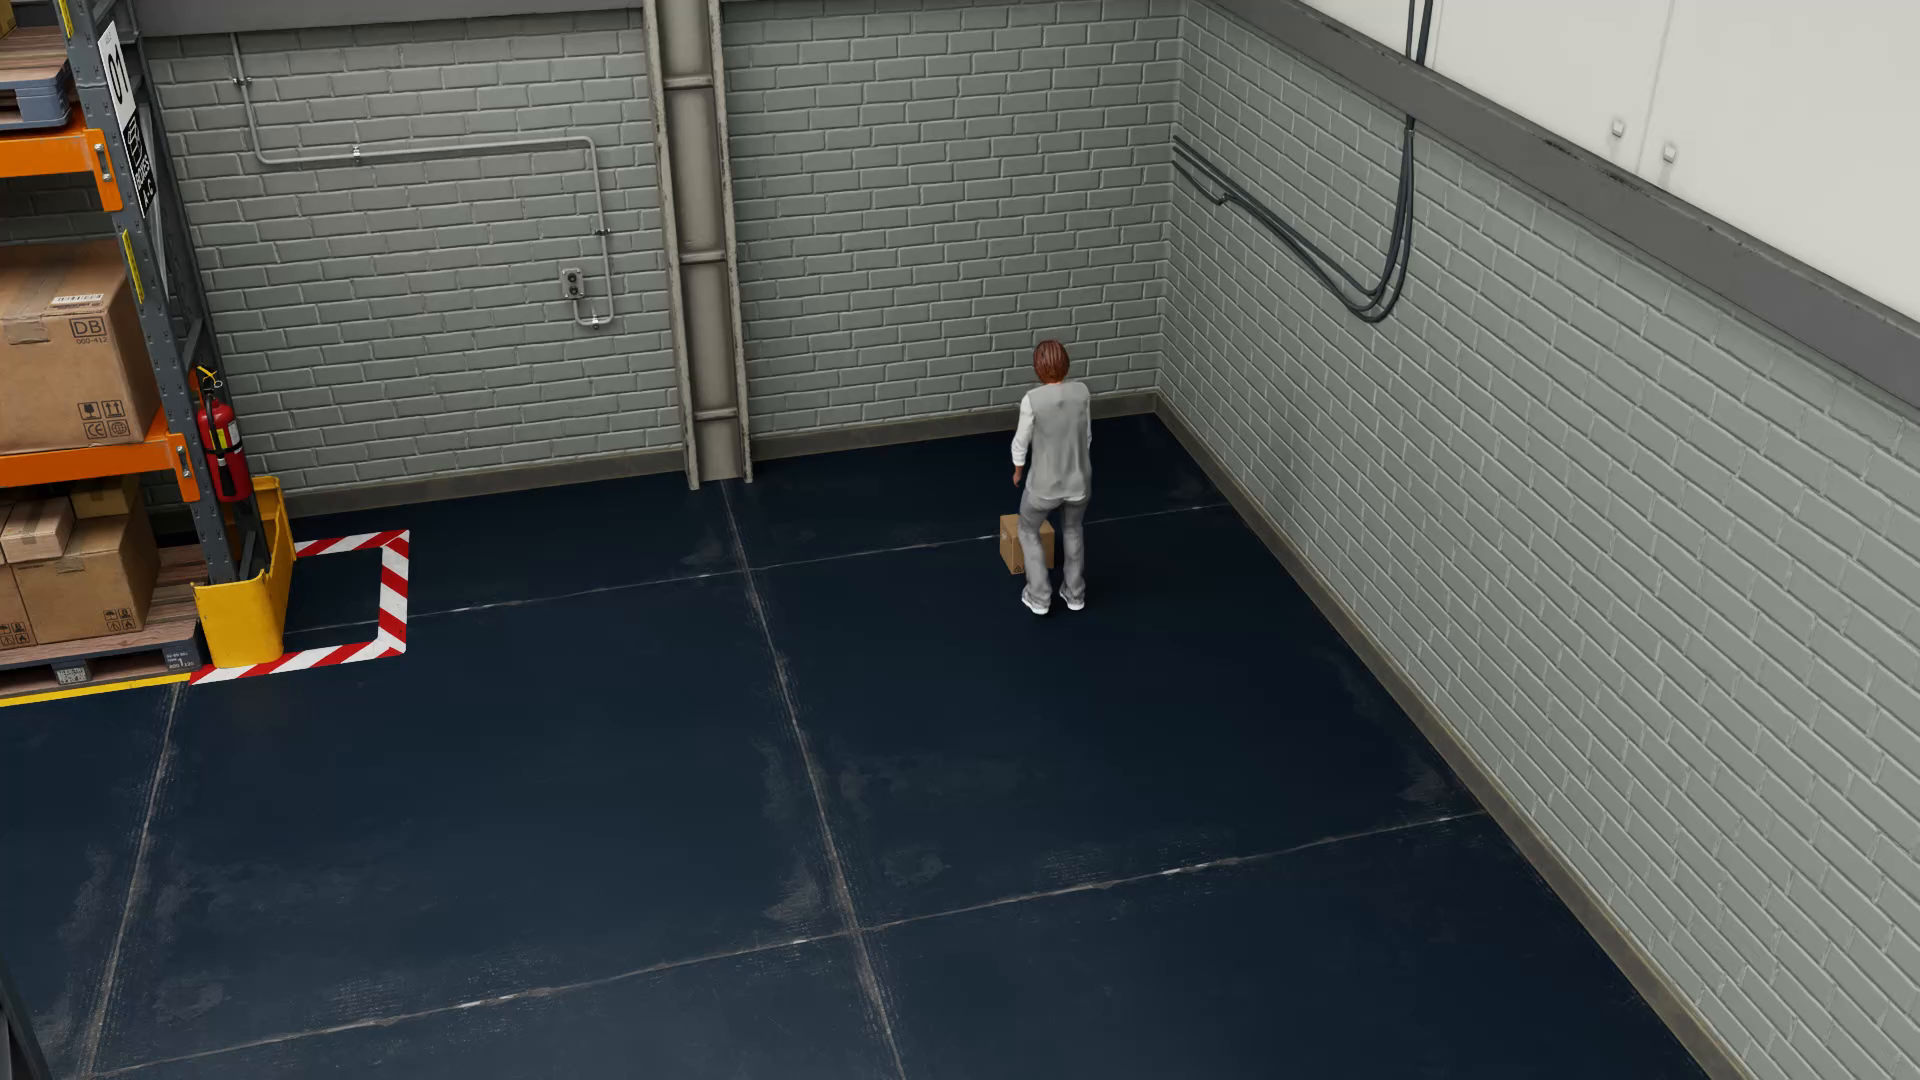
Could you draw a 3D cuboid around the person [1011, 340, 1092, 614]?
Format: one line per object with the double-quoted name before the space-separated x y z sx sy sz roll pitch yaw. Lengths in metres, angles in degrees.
"person" 0.486 -0.297 8.823 0.433 1.521 0.417 -7 31 -12
